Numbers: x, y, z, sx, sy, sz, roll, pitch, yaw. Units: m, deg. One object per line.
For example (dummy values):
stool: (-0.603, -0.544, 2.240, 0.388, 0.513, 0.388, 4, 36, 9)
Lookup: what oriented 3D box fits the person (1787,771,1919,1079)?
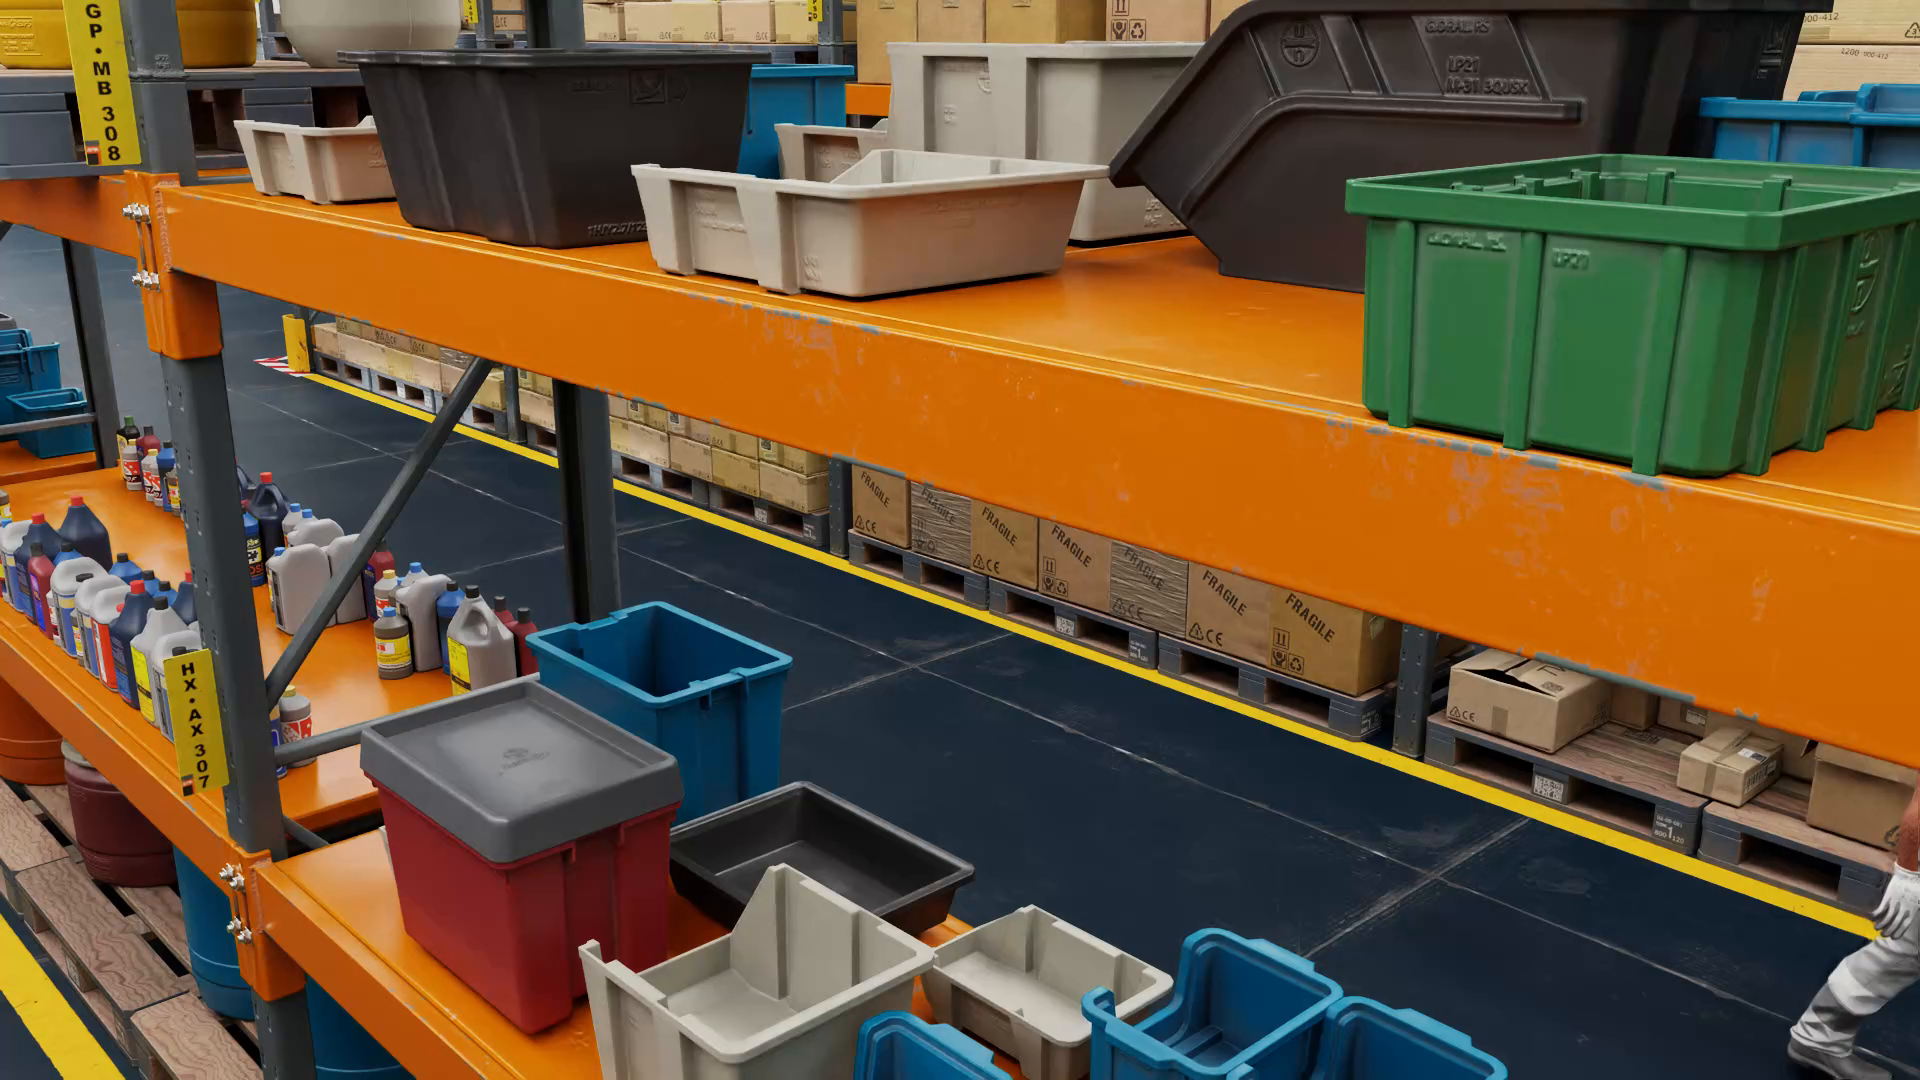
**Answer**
person: (2.918, 0.891, 4.576, 0.995, 1.733, 0.591, 13, 21, 36)
